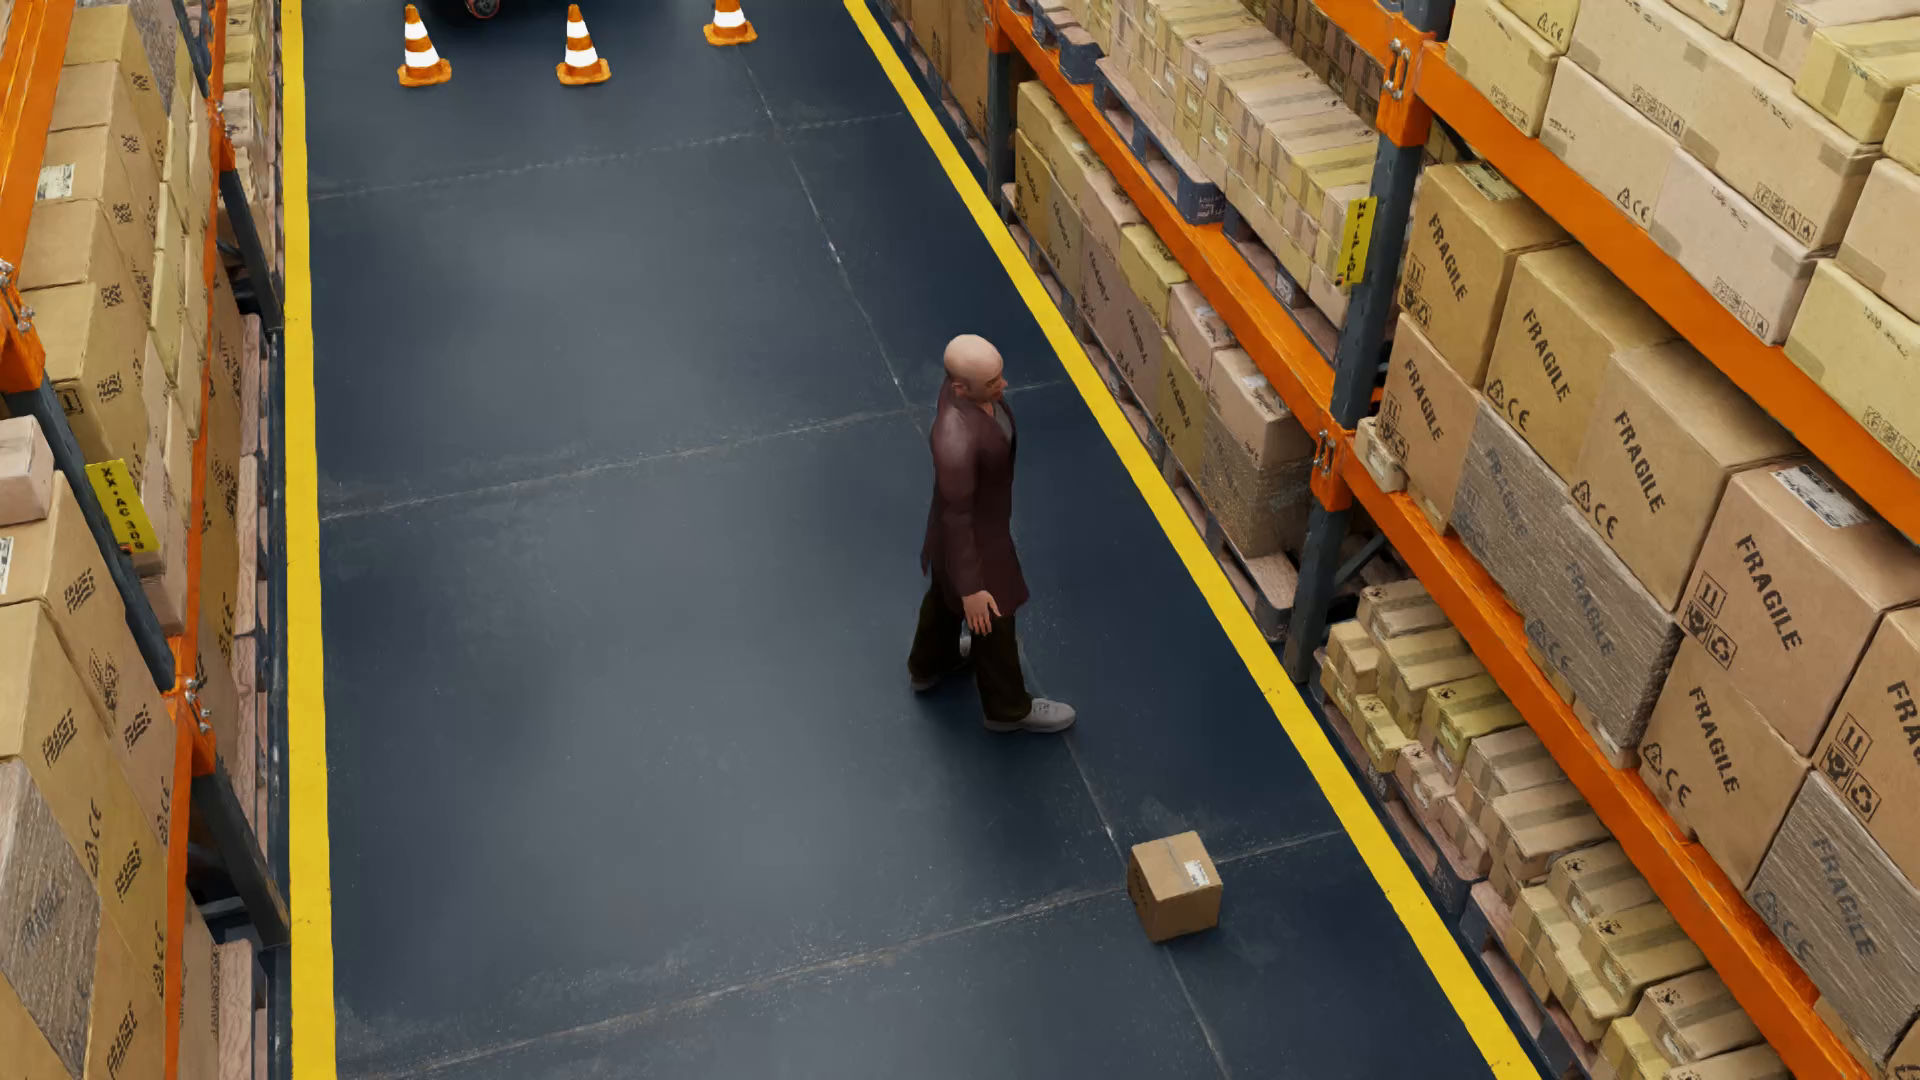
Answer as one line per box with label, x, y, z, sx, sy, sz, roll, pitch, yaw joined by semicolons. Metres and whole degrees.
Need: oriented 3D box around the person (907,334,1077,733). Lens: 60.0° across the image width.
person;0.123;0.001;6.134;0.678;1.774;0.774;0;42;0
